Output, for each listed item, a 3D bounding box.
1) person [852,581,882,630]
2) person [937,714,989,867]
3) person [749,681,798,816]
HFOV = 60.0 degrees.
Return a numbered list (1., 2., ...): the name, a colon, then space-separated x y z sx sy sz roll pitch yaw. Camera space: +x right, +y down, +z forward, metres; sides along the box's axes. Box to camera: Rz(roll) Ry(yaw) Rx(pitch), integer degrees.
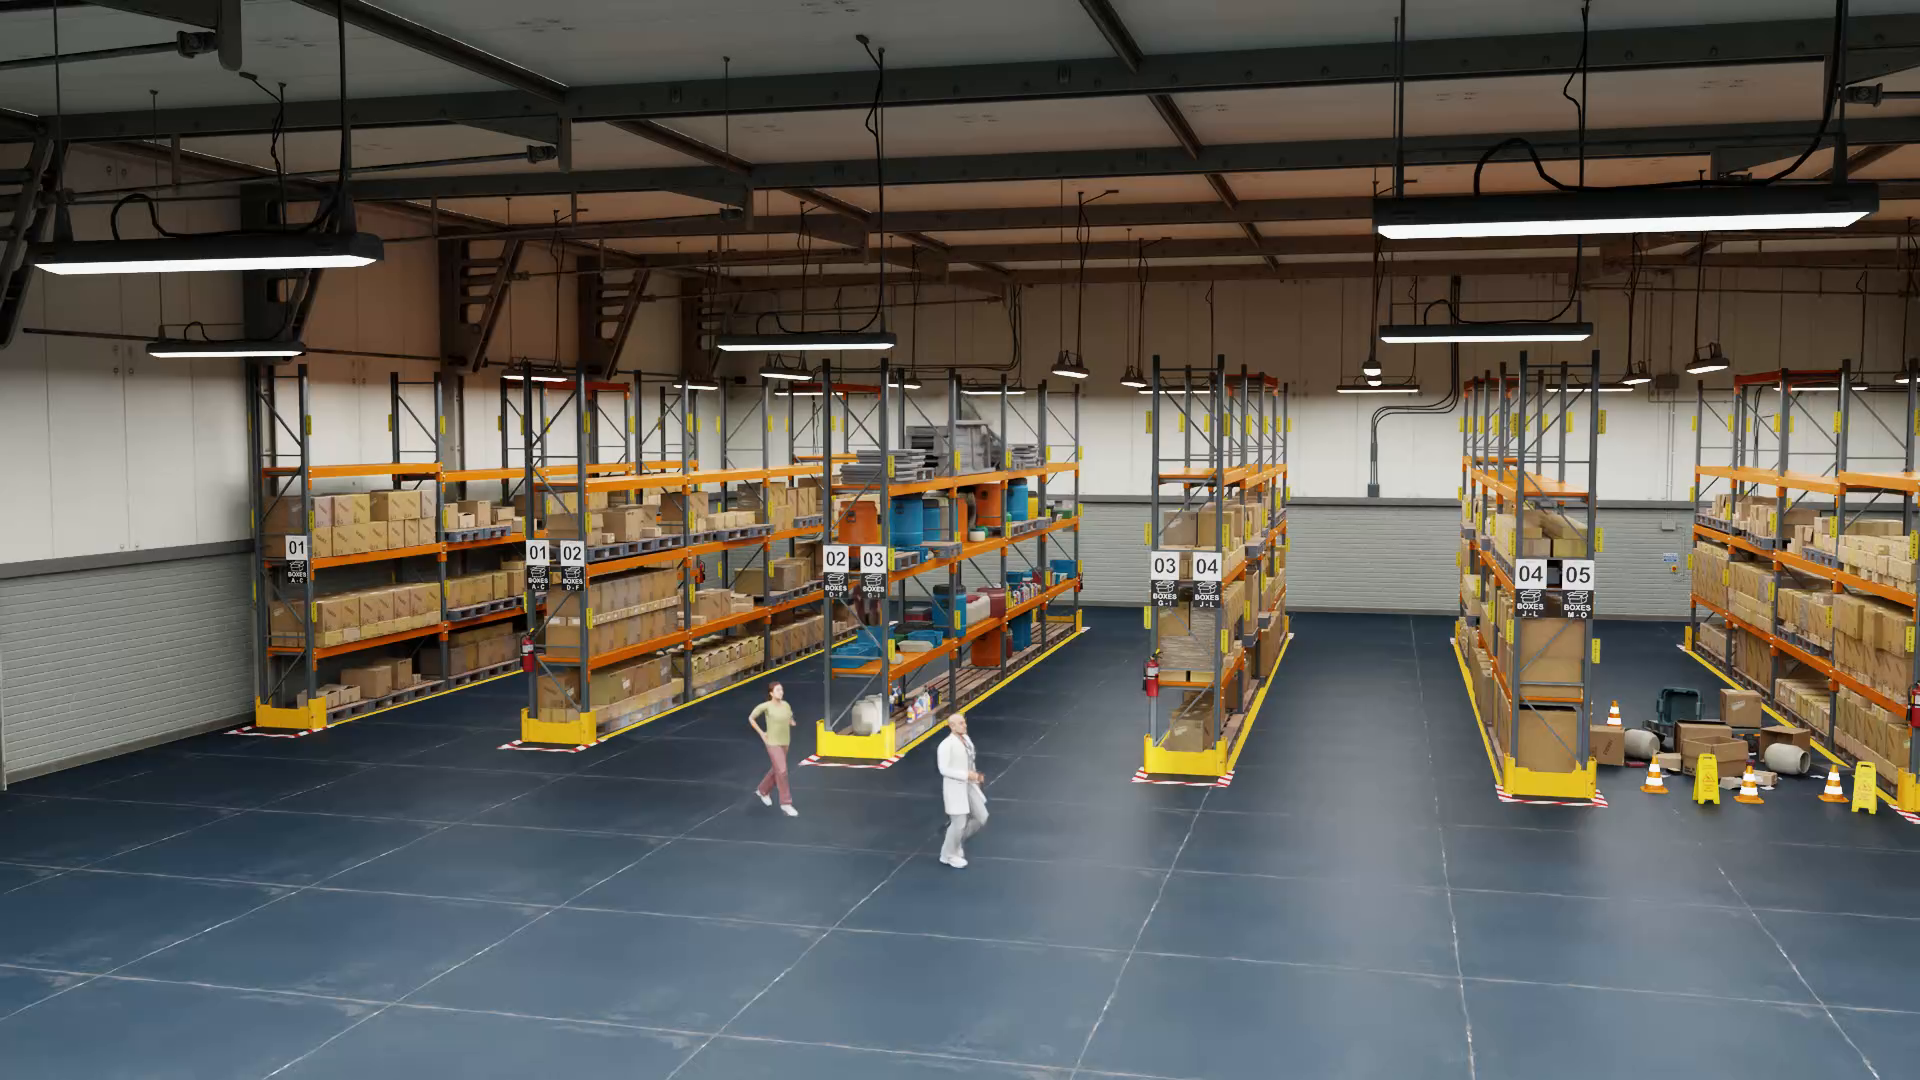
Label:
1. person: -1.868 1.525 33.837 0.688 1.872 0.743 0 4 6
2. person: 0.041 2.834 18.815 0.631 1.739 0.695 3 5 37
3. person: -2.359 2.659 21.474 0.870 1.686 0.573 3 5 41
